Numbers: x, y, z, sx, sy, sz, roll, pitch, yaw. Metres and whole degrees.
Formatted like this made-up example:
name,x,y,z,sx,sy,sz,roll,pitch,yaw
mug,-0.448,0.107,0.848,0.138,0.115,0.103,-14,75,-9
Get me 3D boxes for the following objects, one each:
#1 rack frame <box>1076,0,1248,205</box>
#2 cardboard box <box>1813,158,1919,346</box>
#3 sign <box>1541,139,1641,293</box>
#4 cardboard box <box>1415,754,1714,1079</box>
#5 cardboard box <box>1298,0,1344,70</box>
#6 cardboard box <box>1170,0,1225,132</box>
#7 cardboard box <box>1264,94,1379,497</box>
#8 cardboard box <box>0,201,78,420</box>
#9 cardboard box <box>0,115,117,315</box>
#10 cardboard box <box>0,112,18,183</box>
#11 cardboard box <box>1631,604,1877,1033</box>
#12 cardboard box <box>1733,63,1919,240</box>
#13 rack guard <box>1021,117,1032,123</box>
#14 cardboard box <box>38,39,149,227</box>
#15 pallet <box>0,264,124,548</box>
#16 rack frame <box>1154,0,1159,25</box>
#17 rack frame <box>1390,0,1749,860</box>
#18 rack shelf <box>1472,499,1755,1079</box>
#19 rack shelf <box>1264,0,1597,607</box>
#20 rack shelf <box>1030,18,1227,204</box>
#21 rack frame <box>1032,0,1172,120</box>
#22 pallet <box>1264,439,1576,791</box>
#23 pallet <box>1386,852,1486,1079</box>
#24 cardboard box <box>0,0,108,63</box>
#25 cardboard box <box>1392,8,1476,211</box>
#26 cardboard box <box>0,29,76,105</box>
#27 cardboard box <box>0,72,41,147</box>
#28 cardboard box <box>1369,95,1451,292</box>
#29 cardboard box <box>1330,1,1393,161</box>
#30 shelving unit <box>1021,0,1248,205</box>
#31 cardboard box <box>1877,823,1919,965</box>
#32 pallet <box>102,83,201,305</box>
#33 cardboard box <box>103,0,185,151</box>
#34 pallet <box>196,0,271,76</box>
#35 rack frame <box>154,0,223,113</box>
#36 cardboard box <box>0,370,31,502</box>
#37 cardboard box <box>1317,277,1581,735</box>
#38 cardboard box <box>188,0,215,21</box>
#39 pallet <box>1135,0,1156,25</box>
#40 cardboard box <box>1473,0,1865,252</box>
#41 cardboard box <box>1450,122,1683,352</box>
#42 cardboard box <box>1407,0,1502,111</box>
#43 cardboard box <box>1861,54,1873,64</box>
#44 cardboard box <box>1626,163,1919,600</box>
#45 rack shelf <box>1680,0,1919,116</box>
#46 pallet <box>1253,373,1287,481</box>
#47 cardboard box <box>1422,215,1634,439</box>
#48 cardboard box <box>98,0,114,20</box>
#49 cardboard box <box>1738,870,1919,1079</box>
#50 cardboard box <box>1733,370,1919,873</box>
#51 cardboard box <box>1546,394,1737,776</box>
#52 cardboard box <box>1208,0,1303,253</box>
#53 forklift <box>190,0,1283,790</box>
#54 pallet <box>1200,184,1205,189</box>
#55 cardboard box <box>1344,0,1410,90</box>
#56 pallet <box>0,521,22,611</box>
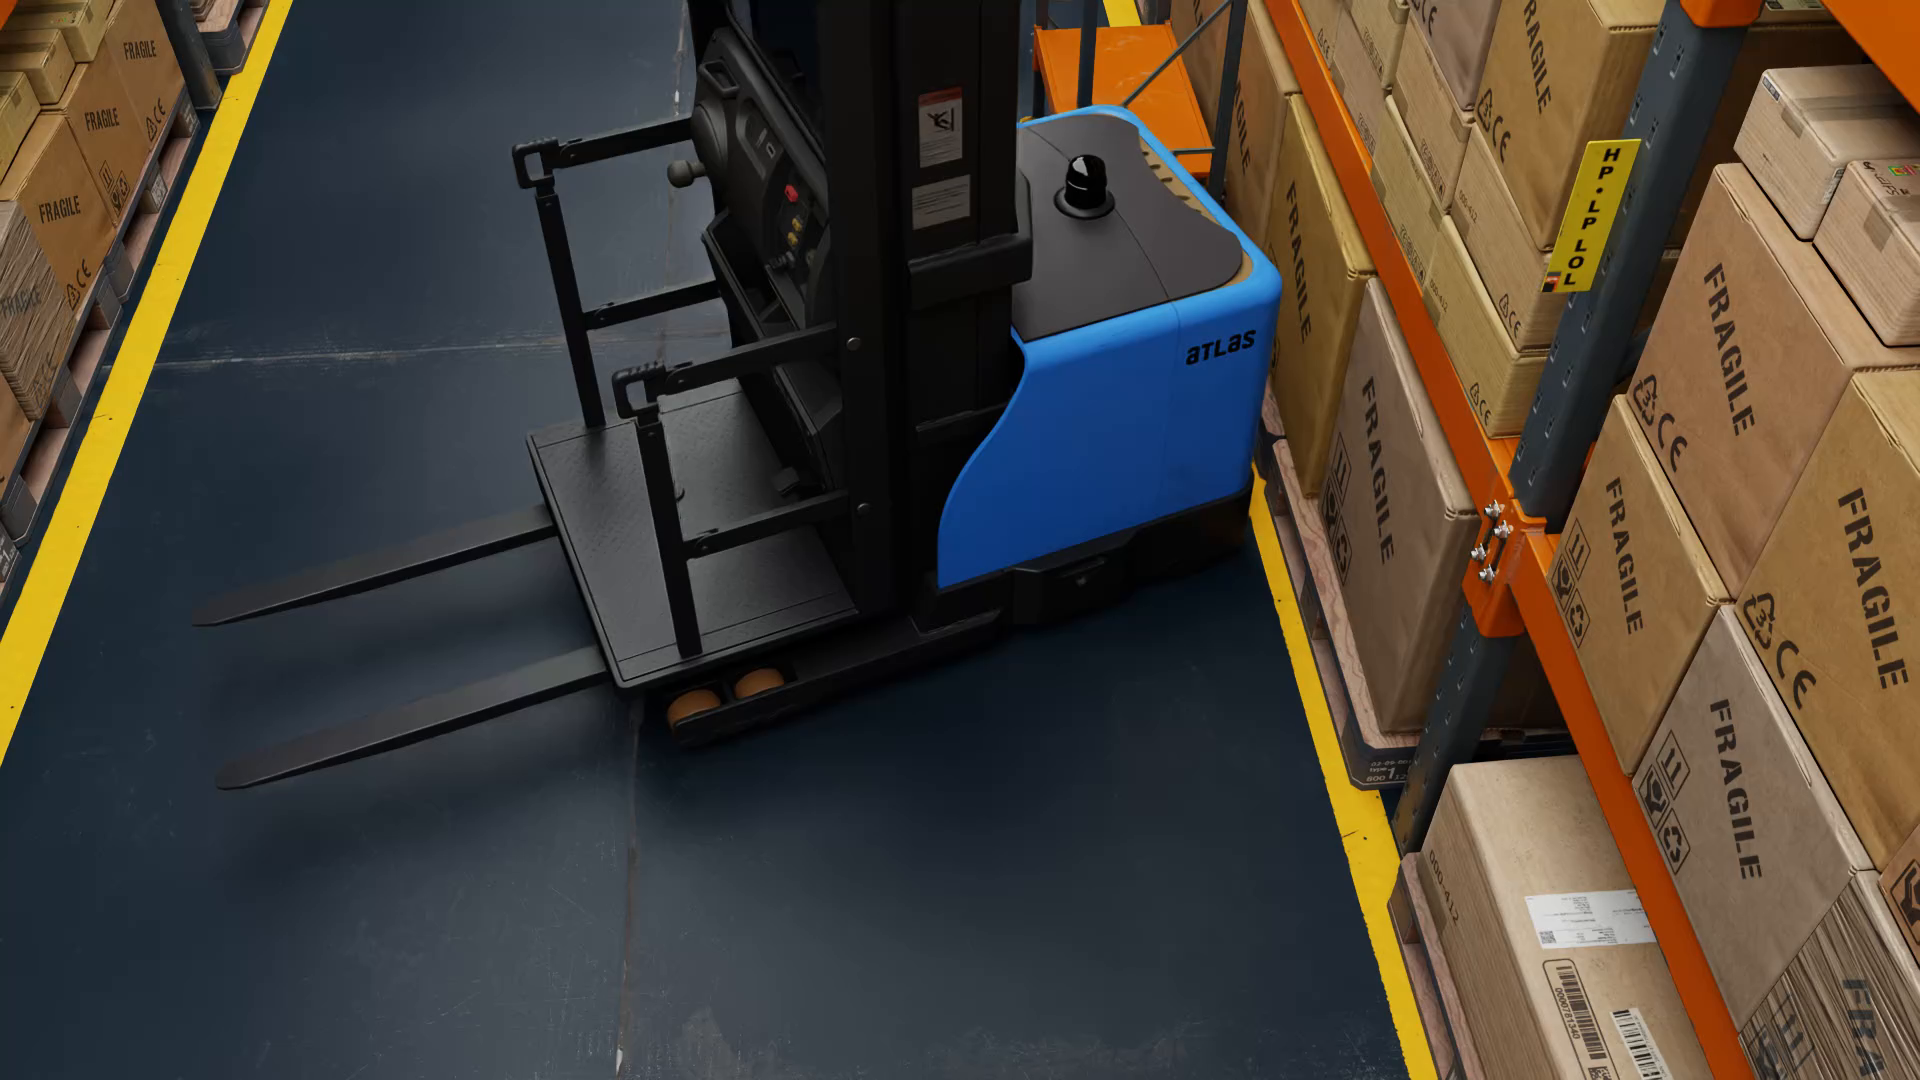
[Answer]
name,x,y,z,sx,sy,sz,roll,pitch,yaw
rack frame,0.620,-1.254,5.404,0.500,1.500,0.032,-4,47,-4
cardboard box,1.479,-0.419,2.376,0.380,0.149,0.250,-3,47,-3
sign,1.133,-0.577,2.988,0.100,0.325,0.005,-3,47,-3
cardboard box,1.619,0.951,3.758,0.875,0.438,0.875,-4,47,-4
cardboard box,1.272,-1.612,4.814,0.500,0.250,0.500,-3,47,-3
cardboard box,1.313,-2.049,6.299,0.875,0.875,0.875,-4,47,-4
cardboard box,1.458,-0.757,5.075,0.875,0.875,0.875,-2,47,-2
cardboard box,-3.218,-0.712,5.291,0.500,0.500,0.500,-5,47,-5
cardboard box,-3.280,-1.086,5.645,0.500,0.500,0.500,-2,47,-2
cardboard box,-3.284,-1.239,5.343,0.380,0.149,0.250,-4,47,-4
cardboard box,1.490,0.439,2.699,0.500,0.500,0.500,-3,47,-3
cardboard box,1.441,-0.603,2.551,0.380,0.149,0.250,-4,47,-4
rack guard,0.530,-1.545,6.541,0.587,0.250,0.087,-4,47,-4
cardboard box,-3.327,-1.465,6.004,0.500,0.500,0.500,-4,47,-4
pallet,-3.484,-0.454,5.534,1.003,0.211,1.213,-3,47,-3
rack frame,1.338,-3.140,6.158,1.000,3.000,0.127,-3,47,-3
rack frame,1.673,-0.246,3.417,1.000,3.000,0.127,-3,47,-3
rack shelf,1.841,1.448,2.308,1.077,0.370,4.000,-3,47,-3
rack shelf,1.506,-1.446,5.049,1.077,0.370,4.000,-3,47,-3
rack shelf,0.574,-1.498,5.883,0.538,0.185,1.000,-4,47,-4
rack frame,0.528,-1.989,6.101,0.500,1.500,0.032,-4,47,-4
pallet,1.534,0.159,4.954,1.003,0.211,1.213,-3,47,-3
pallet,1.659,1.268,3.904,1.003,0.211,1.213,-3,47,-3
cardboard box,-3.260,-1.806,5.880,0.380,0.149,0.250,-6,47,-5
cardboard box,1.345,-1.032,3.920,0.500,0.250,0.500,-2,47,-2
cardboard box,-3.282,-1.613,5.697,0.380,0.149,0.250,-5,47,-5
cardboard box,-3.305,-1.419,5.514,0.380,0.149,0.250,-2,47,-2
cardboard box,1.343,-0.872,4.113,0.500,0.250,0.500,-4,47,-4
cardboard box,1.320,-1.238,4.460,0.500,0.250,0.500,-5,47,-4
shelving unit,0.575,-1.615,5.746,0.587,1.500,1.083,-4,47,-4
cardboard box,1.539,0.472,1.979,0.500,0.500,0.500,-3,47,-3
pallet,-3.583,-1.334,6.368,1.003,0.211,1.213,-3,47,-3
cardboard box,-3.358,-1.828,6.347,0.500,0.500,0.500,-2,47,-2
pallet,-3.638,-2.475,7.448,1.003,0.211,1.213,-3,47,-3
rack frame,-3.608,-2.836,5.870,1.000,3.000,0.127,-3,47,-3
cardboard box,-3.181,-0.336,4.935,0.500,0.500,0.500,-5,47,-4
cardboard box,1.542,-0.104,4.456,0.875,0.875,0.875,-2,47,-2
cardboard box,-3.646,-2.616,7.008,0.875,0.625,0.625,-2,47,-2
pallet,1.274,-2.747,7.706,1.003,0.211,1.213,-3,47,-3
cardboard box,1.386,-0.932,3.309,0.500,0.500,0.500,-2,47,-2
cardboard box,1.394,-0.671,3.578,0.500,0.250,0.500,-4,47,-3
cardboard box,1.335,-1.306,3.664,0.500,0.500,0.500,-3,47,-3
cardboard box,1.923,-0.960,3.336,0.500,0.500,0.500,-3,47,-3
cardboard box,1.472,-0.265,2.677,0.500,0.500,0.500,-3,47,-3
rack shelf,1.841,0.417,1.219,1.077,0.370,4.000,-3,47,-3
pallet,1.428,-0.726,5.792,1.003,0.211,1.213,-3,47,-3
cardboard box,1.384,-0.504,3.764,0.500,0.250,0.500,-4,47,-4
cardboard box,-3.314,-2.002,6.065,0.380,0.149,0.250,-6,47,-5
cardboard box,1.525,0.800,2.358,0.500,0.500,0.500,-3,47,-3
cardboard box,1.508,0.101,2.331,0.500,0.500,0.500,-4,47,-4
cardboard box,1.452,0.075,3.044,0.500,0.500,0.500,-2,47,-2
cardboard box,1.384,-1.403,5.687,0.875,0.875,0.875,-3,47,-3
forklift,-0.677,-0.865,4.051,3.031,2.935,1.130,-17,49,-16
pallet,1.329,-1.606,6.626,1.003,0.211,1.213,-3,47,-3
cardboard box,1.295,-1.406,4.275,0.500,0.250,0.500,-2,47,-2
pallet,-3.378,0.431,4.696,1.003,0.211,1.213,-3,47,-3
